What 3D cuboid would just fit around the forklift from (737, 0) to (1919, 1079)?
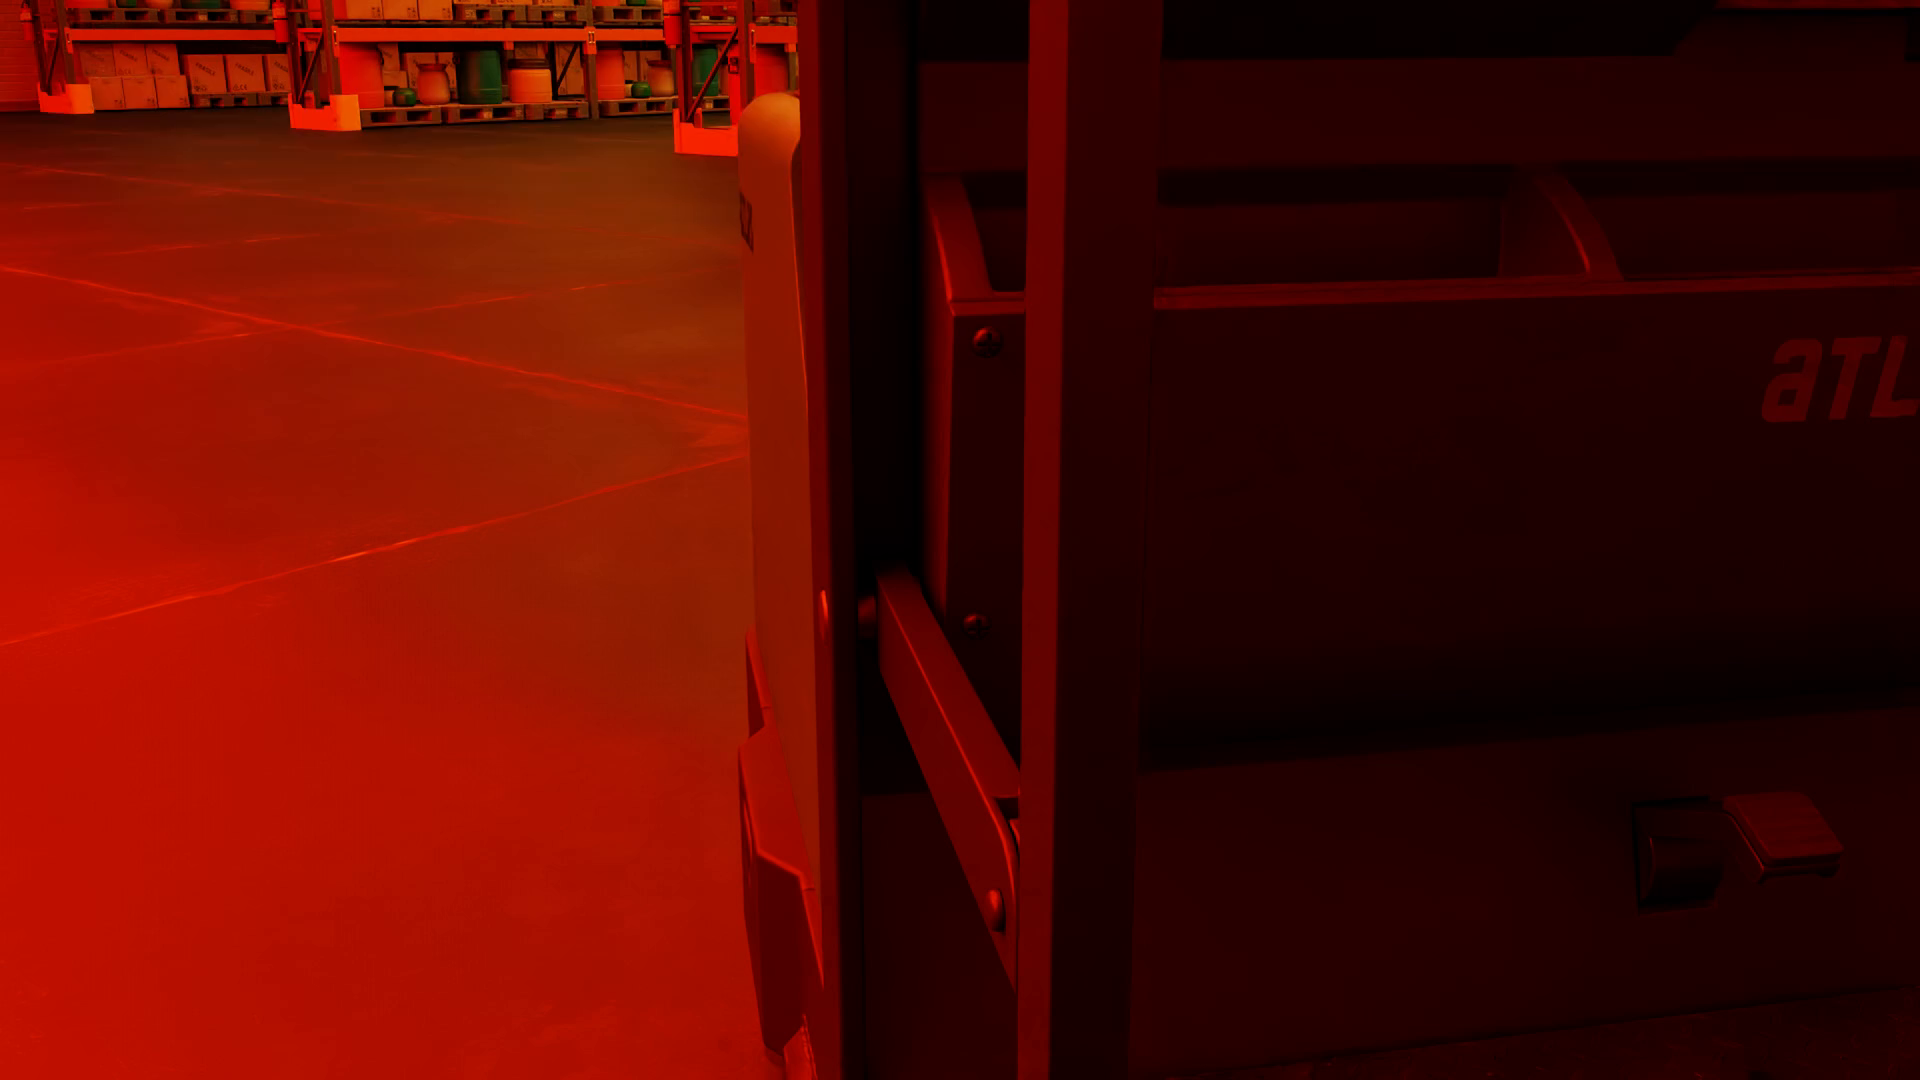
[{"bbox_3d":[0.480,-0.593,0.851,1.130,2.935,3.031,-3,17,-11],"label":"forklift"}]
